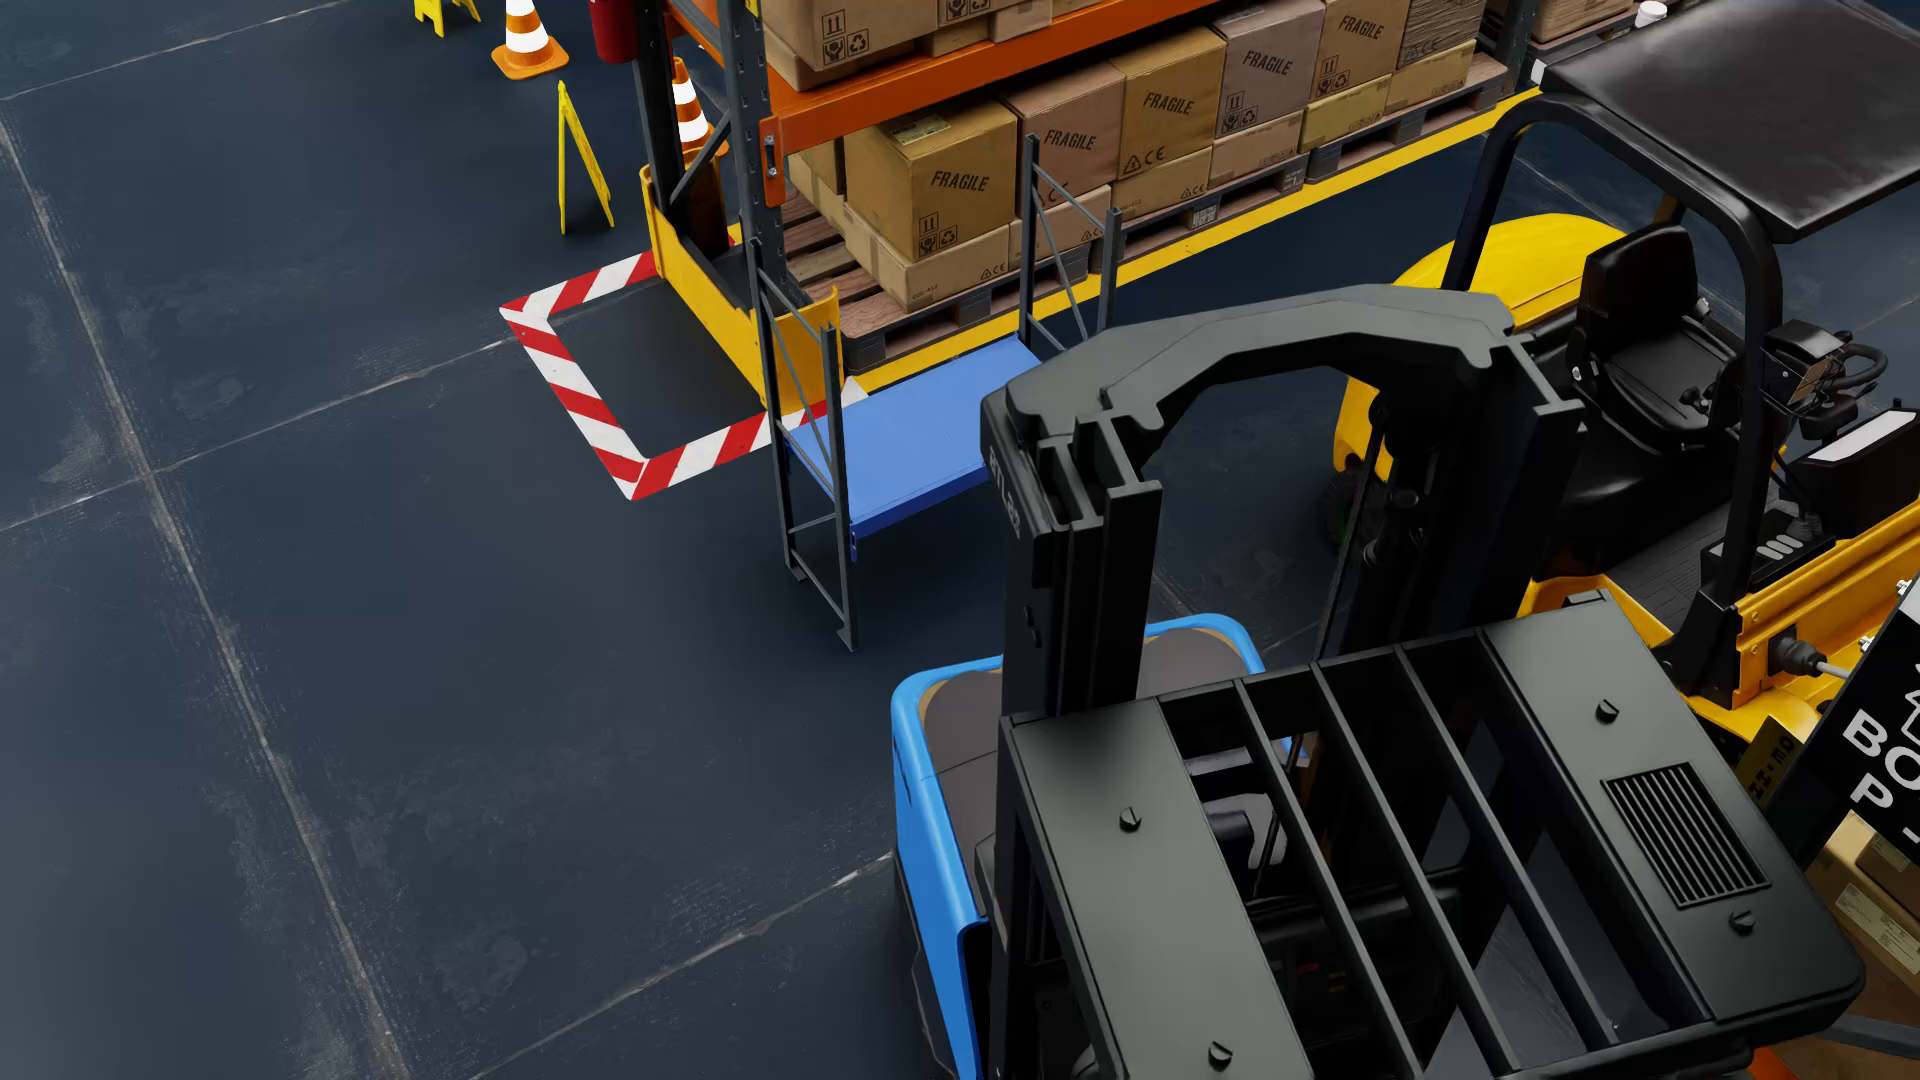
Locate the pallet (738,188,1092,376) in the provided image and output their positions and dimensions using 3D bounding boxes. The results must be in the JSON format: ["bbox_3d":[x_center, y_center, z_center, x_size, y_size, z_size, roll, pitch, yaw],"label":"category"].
[{"bbox_3d":[-0.201,-1.291,7.258,1.213,0.211,1.003,-25,53,-21],"label":"pallet"}]

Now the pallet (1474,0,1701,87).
[{"bbox_3d":[3.070,-2.864,8.660,1.213,0.211,1.003,-25,53,-21],"label":"pallet"}]

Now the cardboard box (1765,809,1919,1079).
[{"bbox_3d":[1.957,0.852,3.416,0.500,0.500,0.500,-26,53,-22],"label":"cardboard box"}]

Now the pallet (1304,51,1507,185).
[{"bbox_3d":[1.863,-2.263,8.124,1.213,0.211,1.003,-25,53,-21],"label":"pallet"}]

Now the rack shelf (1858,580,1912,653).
[{"bbox_3d":[3.372,-0.308,2.989,4.000,0.370,1.077,-25,53,-21],"label":"rack shelf"}]

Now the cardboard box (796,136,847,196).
[{"bbox_3d":[-0.432,-1.845,6.943,0.500,0.500,0.500,-25,53,-21],"label":"cardboard box"}]

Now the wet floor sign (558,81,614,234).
[{"bbox_3d":[-1.703,-1.704,7.335,0.232,0.644,0.267,-9,49,-8],"label":"wet floor sign"}]

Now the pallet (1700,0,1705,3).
[{"bbox_3d":[4.103,-3.354,9.095,1.213,0.211,1.003,-25,53,-21],"label":"pallet"}]

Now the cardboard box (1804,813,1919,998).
[{"bbox_3d":[1.824,0.683,3.132,0.250,0.149,0.380,-24,53,-20],"label":"cardboard box"}]

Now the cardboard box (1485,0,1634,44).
[{"bbox_3d":[2.854,-2.957,8.353,0.625,0.372,0.950,-25,53,-20],"label":"cardboard box"}]

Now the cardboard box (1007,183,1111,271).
[{"bbox_3d":[0.295,-1.457,7.099,0.500,0.250,0.500,-23,52,-20],"label":"cardboard box"}]

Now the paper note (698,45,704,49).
[{"bbox_3d":[-1.234,-2.533,8.485,0.148,0.019,0.142,30,55,24],"label":"paper note"}]

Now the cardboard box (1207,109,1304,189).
[{"bbox_3d":[1.178,-1.882,7.478,0.500,0.250,0.500,-24,53,-20],"label":"cardboard box"}]

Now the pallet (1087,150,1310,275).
[{"bbox_3d":[0.830,-1.774,7.689,1.213,0.211,1.003,-25,53,-21],"label":"pallet"}]

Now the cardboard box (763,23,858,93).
[{"bbox_3d":[-0.573,-1.808,6.020,0.250,0.149,0.380,-25,53,-21],"label":"cardboard box"}]

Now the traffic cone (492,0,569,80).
[{"bbox_3d":[-2.175,-2.595,8.251,0.334,0.463,0.336,-25,53,-21],"label":"traffic cone"}]

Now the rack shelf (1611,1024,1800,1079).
[{"bbox_3d":[3.372,0.689,4.109,4.000,0.370,1.077,-25,53,-21],"label":"rack shelf"}]

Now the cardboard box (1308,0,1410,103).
[{"bbox_3d":[1.626,-2.346,7.389,0.500,0.500,0.500,-24,53,-20],"label":"cardboard box"}]

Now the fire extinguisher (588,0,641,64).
[{"bbox_3d":[-1.314,-2.106,6.169,0.183,0.674,0.296,-25,53,-21],"label":"fire extinguisher"}]

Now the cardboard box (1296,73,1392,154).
[{"bbox_3d":[1.610,-2.082,7.656,0.500,0.250,0.500,-27,53,-22],"label":"cardboard box"}]

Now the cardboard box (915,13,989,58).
[{"bbox_3d":[-0.100,-1.972,6.166,0.250,0.149,0.380,-27,54,-22],"label":"cardboard box"}]

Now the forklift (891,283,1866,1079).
[{"bbox_3d":[0.663,1.086,3.320,1.130,2.935,3.031,-11,49,-10],"label":"forklift"}]

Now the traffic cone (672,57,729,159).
[{"bbox_3d":[-1.296,-2.029,7.747,0.334,0.463,0.336,-25,53,-21],"label":"traffic cone"}]

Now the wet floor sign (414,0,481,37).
[{"bbox_3d":[-2.666,-2.928,8.425,0.232,0.644,0.267,-34,57,-27],"label":"wet floor sign"}]

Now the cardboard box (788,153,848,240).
[{"bbox_3d":[-0.411,-1.614,7.238,0.500,0.250,0.500,-25,53,-21],"label":"cardboard box"}]

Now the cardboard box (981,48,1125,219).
[{"bbox_3d":[0.319,-1.729,6.839,0.500,0.500,0.500,-27,54,-22],"label":"cardboard box"}]

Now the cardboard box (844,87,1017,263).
[{"bbox_3d":[-0.121,-1.518,6.651,0.500,0.500,0.500,-27,54,-22],"label":"cardboard box"}]

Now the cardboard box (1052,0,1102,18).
[{"bbox_3d":[0.340,-2.168,6.341,0.250,0.149,0.380,-24,53,-20],"label":"cardboard box"}]

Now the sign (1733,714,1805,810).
[{"bbox_3d":[1.403,0.435,2.920,0.005,0.325,0.100,-25,53,-21],"label":"sign"}]

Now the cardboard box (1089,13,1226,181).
[{"bbox_3d":[0.747,-1.924,7.012,0.500,0.500,0.500,-24,53,-20],"label":"cardboard box"}]

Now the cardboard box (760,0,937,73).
[{"bbox_3d":[-0.422,-2.032,5.785,0.500,0.500,0.500,-26,53,-21],"label":"cardboard box"}]

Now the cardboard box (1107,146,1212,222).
[{"bbox_3d":[0.749,-1.683,7.300,0.500,0.250,0.500,-22,52,-18],"label":"cardboard box"}]

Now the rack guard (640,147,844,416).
[{"bbox_3d":[-0.907,-1.086,6.882,0.348,0.500,1.175,-25,53,-21],"label":"rack guard"}]

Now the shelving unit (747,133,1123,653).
[{"bbox_3d":[-0.072,-0.465,5.660,1.048,1.500,0.538,-25,53,-21],"label":"shelving unit"}]

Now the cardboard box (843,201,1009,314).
[{"bbox_3d":[-0.141,-1.259,6.922,0.500,0.250,0.500,-26,53,-21],"label":"cardboard box"}]

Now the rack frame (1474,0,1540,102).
[{"bbox_3d":[2.412,-3.481,7.341,0.127,3.000,1.000,-25,53,-21],"label":"rack frame"}]

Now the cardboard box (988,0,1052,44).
[{"bbox_3d":[0.140,-2.044,6.230,0.250,0.149,0.380,-24,53,-20],"label":"cardboard box"}]

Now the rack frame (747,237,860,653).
[{"bbox_3d":[-0.502,-0.262,5.479,0.032,1.500,0.500,-25,53,-21],"label":"rack frame"}]

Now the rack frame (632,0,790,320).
[{"bbox_3d":[-0.971,-1.887,5.922,0.127,3.000,1.000,-25,53,-21],"label":"rack frame"}]

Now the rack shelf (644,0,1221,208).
[{"bbox_3d":[0.721,-2.444,6.900,4.000,0.370,1.077,-25,53,-21],"label":"rack shelf"}]

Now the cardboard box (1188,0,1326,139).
[{"bbox_3d":[1.195,-2.142,7.207,0.500,0.500,0.500,-23,52,-19],"label":"cardboard box"}]

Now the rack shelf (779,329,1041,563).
[{"bbox_3d":[-0.072,-0.345,5.794,1.000,0.185,0.538,-25,53,-21],"label":"rack shelf"}]

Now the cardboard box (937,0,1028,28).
[{"bbox_3d":[0.014,-2.241,5.971,0.500,0.500,0.500,-24,52,-20],"label":"cardboard box"}]

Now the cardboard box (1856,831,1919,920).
[{"bbox_3d":[1.871,0.623,2.986,0.250,0.149,0.380,-25,53,-21],"label":"cardboard box"}]

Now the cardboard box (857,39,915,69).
[{"bbox_3d":[-0.367,-1.917,6.117,0.250,0.149,0.380,-24,53,-20],"label":"cardboard box"}]

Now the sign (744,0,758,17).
[{"bbox_3d":[-0.681,-1.832,5.293,0.005,0.325,0.100,-25,53,-21],"label":"sign"}]

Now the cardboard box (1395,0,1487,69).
[{"bbox_3d":[2.055,-2.550,7.570,0.500,0.500,0.500,-26,53,-21],"label":"cardboard box"}]

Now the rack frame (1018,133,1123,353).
[{"bbox_3d":[0.358,-0.667,5.840,0.032,1.500,0.500,-25,53,-21],"label":"rack frame"}]

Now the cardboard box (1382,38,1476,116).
[{"bbox_3d":[2.055,-2.300,7.850,0.500,0.250,0.500,-23,52,-19],"label":"cardboard box"}]

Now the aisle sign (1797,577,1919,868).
[{"bbox_3d":[1.468,0.223,2.302,0.004,0.787,0.394,-25,53,-21],"label":"aisle sign"}]

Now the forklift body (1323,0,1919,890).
[{"bbox_3d":[2.311,-0.379,5.147,1.214,2.155,2.313,-25,53,-21],"label":"forklift body"}]
